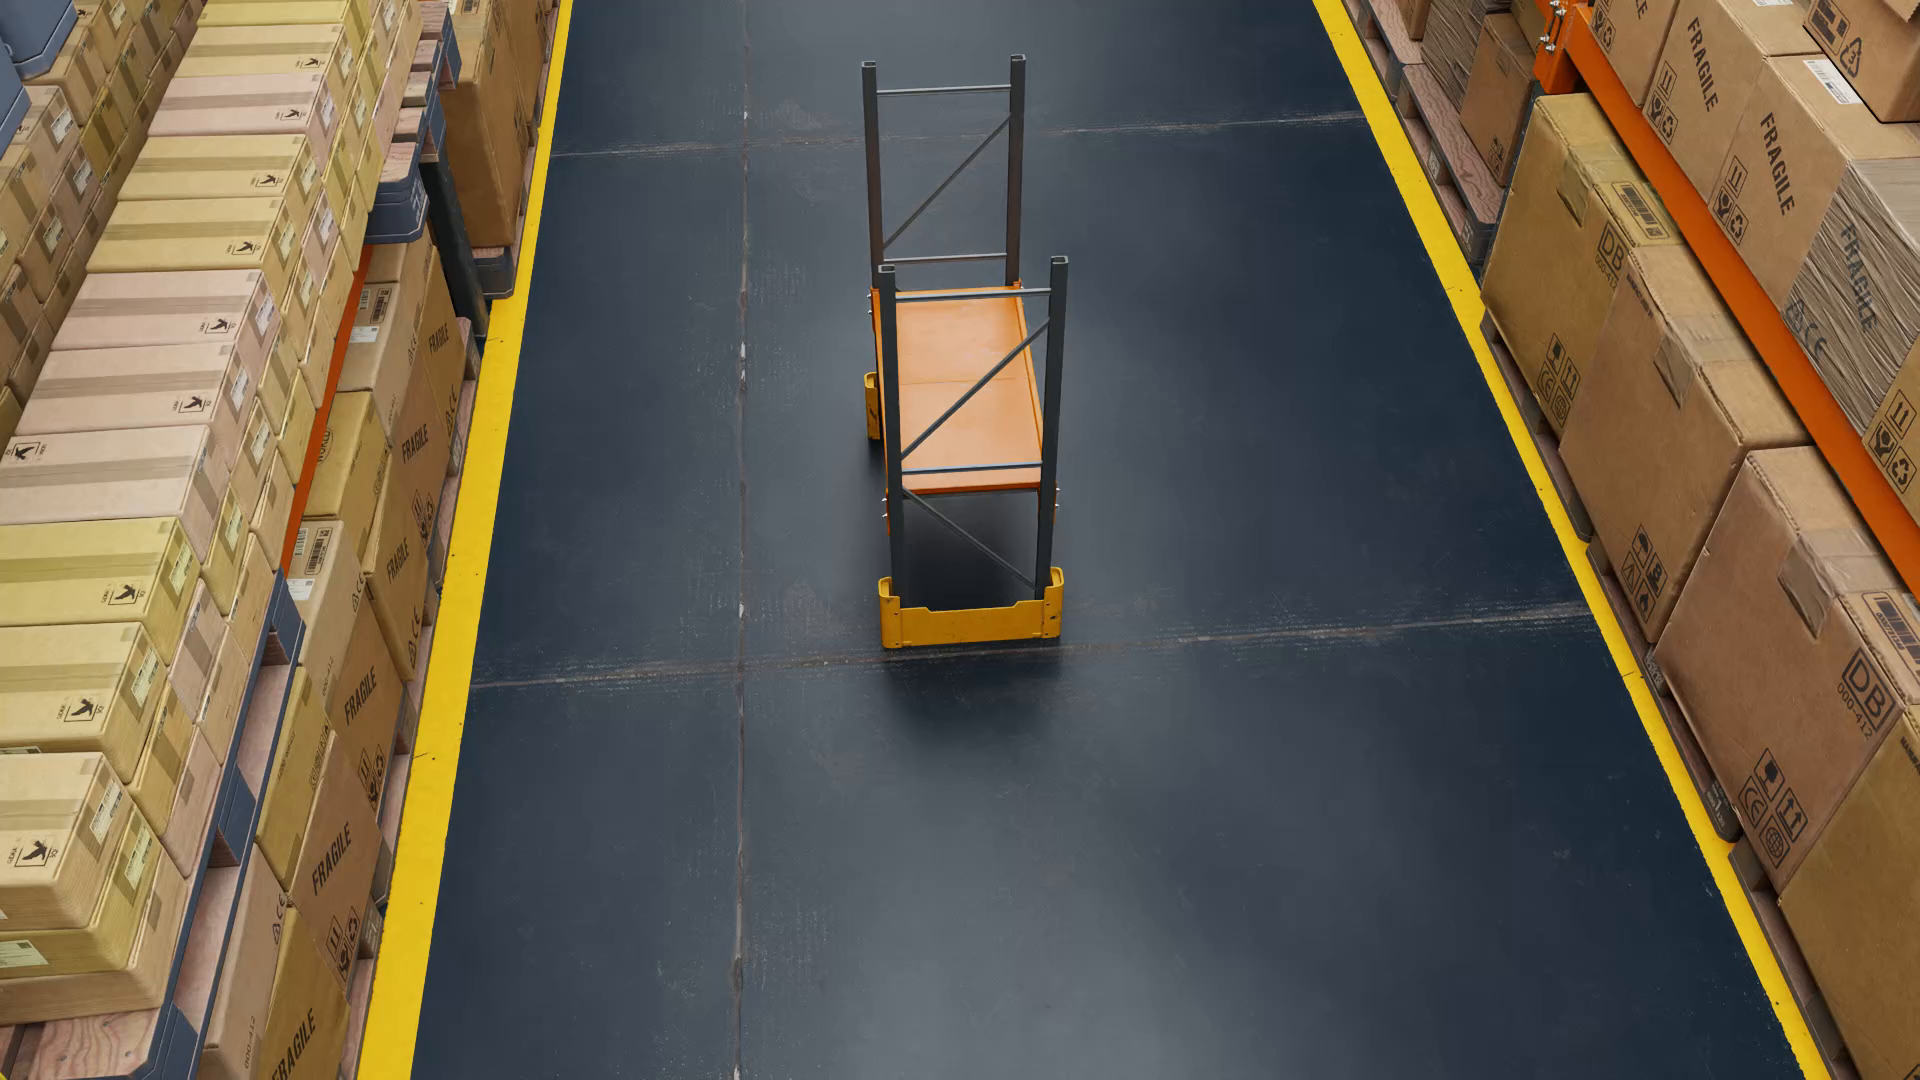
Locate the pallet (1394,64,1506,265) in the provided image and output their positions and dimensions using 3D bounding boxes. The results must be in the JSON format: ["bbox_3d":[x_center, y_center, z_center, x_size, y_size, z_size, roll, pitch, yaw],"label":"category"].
[{"bbox_3d":[2.536,-1.663,7.180,1.003,0.211,1.213,-3,47,-3],"label":"pallet"}]

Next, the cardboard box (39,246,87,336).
[{"bbox_3d":[-2.402,-0.591,4.128,0.380,0.149,0.250,-3,47,-3],"label":"cardboard box"}]

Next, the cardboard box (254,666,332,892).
[{"bbox_3d":[-1.862,0.587,4.044,0.500,0.250,0.500,-2,47,-2],"label":"cardboard box"}]

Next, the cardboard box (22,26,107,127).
[{"bbox_3d":[-2.443,-1.181,4.277,0.380,0.149,0.250,-5,47,-5],"label":"cardboard box"}]

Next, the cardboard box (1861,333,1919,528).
[{"bbox_3d":[2.538,-0.255,3.857,0.500,0.500,0.500,-4,47,-4],"label":"cardboard box"}]

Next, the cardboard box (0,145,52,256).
[{"bbox_3d":[-2.394,-0.794,3.910,0.380,0.149,0.250,-2,47,-2],"label":"cardboard box"}]

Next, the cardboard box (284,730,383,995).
[{"bbox_3d":[-1.860,0.847,4.314,0.500,0.500,0.500,-2,47,-1],"label":"cardboard box"}]

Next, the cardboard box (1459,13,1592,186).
[{"bbox_3d":[2.524,-1.832,6.838,0.700,0.500,0.500,-6,47,-5],"label":"cardboard box"}]

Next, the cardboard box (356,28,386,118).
[{"bbox_3d":[-1.808,-1.276,4.571,0.380,0.149,0.250,-2,47,-2],"label":"cardboard box"}]

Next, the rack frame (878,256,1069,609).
[{"bbox_3d":[0.035,-0.210,4.916,0.500,1.500,0.032,-3,47,-3],"label":"rack frame"}]

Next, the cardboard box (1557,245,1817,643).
[{"bbox_3d":[2.704,-0.325,5.166,1.225,0.875,0.875,-3,47,-3],"label":"cardboard box"}]

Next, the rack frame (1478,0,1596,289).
[{"bbox_3d":[2.600,-2.057,5.632,1.000,3.000,0.127,-3,47,-3],"label":"rack frame"}]

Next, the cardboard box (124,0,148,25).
[{"bbox_3d":[-2.481,-1.551,4.627,0.380,0.149,0.250,-5,47,-4],"label":"cardboard box"}]

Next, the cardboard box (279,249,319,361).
[{"bbox_3d":[-1.724,-0.539,3.874,0.380,0.149,0.250,-4,47,-4],"label":"cardboard box"}]

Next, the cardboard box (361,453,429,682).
[{"bbox_3d":[-1.936,0.104,5.018,0.500,0.500,0.500,-5,47,-5],"label":"cardboard box"}]

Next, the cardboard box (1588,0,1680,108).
[{"bbox_3d":[2.369,-1.723,5.247,0.500,0.500,0.500,-2,47,-2],"label":"cardboard box"}]

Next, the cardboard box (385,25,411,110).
[{"bbox_3d":[-1.833,-1.378,4.873,0.380,0.149,0.250,-4,47,-3],"label":"cardboard box"}]

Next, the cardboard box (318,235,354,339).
[{"bbox_3d":[-1.750,-0.629,4.164,0.380,0.149,0.250,-2,47,-2],"label":"cardboard box"}]

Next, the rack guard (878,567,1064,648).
[{"bbox_3d":[0.035,0.219,5.370,0.587,0.250,0.087,-3,47,-3],"label":"rack guard"}]

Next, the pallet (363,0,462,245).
[{"bbox_3d":[-2.186,-1.253,5.003,1.213,0.211,1.003,-3,47,-3],"label":"pallet"}]

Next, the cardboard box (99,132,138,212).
[{"bbox_3d":[-2.446,-0.966,4.483,0.380,0.149,0.250,-2,47,-1],"label":"cardboard box"}]

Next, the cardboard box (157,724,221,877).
[{"bbox_3d":[-1.620,0.494,3.100,0.380,0.149,0.250,-3,47,-3],"label":"cardboard box"}]

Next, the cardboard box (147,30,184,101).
[{"bbox_3d":[-2.493,-1.356,4.852,0.380,0.149,0.250,-1,47,-1],"label":"cardboard box"}]

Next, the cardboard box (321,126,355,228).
[{"bbox_3d":[-1.769,-0.915,4.229,0.380,0.149,0.250,-4,47,-4],"label":"cardboard box"}]

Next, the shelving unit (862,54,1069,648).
[{"bbox_3d":[-0.006,-0.571,5.258,0.587,1.500,1.083,-3,47,-3],"label":"shelving unit"}]

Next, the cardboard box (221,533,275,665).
[{"bbox_3d":[-1.657,0.131,3.443,0.380,0.149,0.250,-3,47,-3],"label":"cardboard box"}]

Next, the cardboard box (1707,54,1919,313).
[{"bbox_3d":[2.461,-0.980,4.543,0.500,0.500,0.500,-4,47,-4],"label":"cardboard box"}]

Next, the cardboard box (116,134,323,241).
[{"bbox_3d":[-1.747,-0.829,3.943,0.380,0.149,0.250,-1,47,-1],"label":"cardboard box"}]

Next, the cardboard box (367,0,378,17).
[{"bbox_3d":[-1.835,-1.583,4.657,0.380,0.149,0.250,-4,47,-4],"label":"cardboard box"}]

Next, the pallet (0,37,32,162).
[{"bbox_3d":[-1.962,-0.354,2.083,1.213,0.211,1.003,-3,47,-3],"label":"pallet"}]

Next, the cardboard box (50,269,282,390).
[{"bbox_3d":[-1.700,-0.445,3.580,0.380,0.149,0.250,-2,47,-2],"label":"cardboard box"}]

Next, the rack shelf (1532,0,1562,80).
[{"bbox_3d":[2.432,-3.257,7.264,1.077,0.370,4.000,-3,47,-3],"label":"rack shelf"}]

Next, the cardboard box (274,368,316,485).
[{"bbox_3d":[-1.706,-0.250,3.805,0.380,0.149,0.250,-4,47,-4],"label":"cardboard box"}]

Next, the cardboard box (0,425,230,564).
[{"bbox_3d":[-1.658,-0.078,3.232,0.380,0.149,0.250,-4,47,-4],"label":"cardboard box"}]

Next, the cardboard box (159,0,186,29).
[{"bbox_3d":[-2.511,-1.627,4.904,0.380,0.149,0.250,-2,47,-2],"label":"cardboard box"}]

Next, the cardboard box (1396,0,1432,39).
[{"bbox_3d":[2.410,-2.642,7.605,0.700,0.500,0.500,0,47,0],"label":"cardboard box"}]

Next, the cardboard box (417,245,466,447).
[{"bbox_3d":[-2.036,-0.653,5.735,0.500,0.500,0.500,-4,47,-3],"label":"cardboard box"}]

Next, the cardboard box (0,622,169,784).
[{"bbox_3d":[-1.621,0.289,2.885,0.380,0.149,0.250,-2,47,-2],"label":"cardboard box"}]

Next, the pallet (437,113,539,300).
[{"bbox_3d":[-2.342,-1.445,6.973,1.003,0.211,1.213,-3,47,-3],"label":"pallet"}]

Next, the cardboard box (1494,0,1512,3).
[{"bbox_3d":[2.459,-2.473,6.928,0.500,0.250,0.500,1,47,1],"label":"cardboard box"}]

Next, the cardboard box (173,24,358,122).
[{"bbox_3d":[-1.787,-1.200,4.295,0.380,0.149,0.250,-2,47,-2],"label":"cardboard box"}]

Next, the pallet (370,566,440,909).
[{"bbox_3d":[-2.188,0.576,5.059,1.003,0.211,1.213,-3,47,-3],"label":"pallet"}]

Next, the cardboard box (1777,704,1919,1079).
[{"bbox_3d":[2.861,0.962,3.948,1.225,0.875,0.875,-3,47,-3],"label":"cardboard box"}]

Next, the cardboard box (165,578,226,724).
[{"bbox_3d":[-1.637,0.218,3.156,0.380,0.149,0.250,-2,47,-2],"label":"cardboard box"}]

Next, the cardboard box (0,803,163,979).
[{"bbox_3d":[-1.591,0.592,2.802,0.380,0.149,0.250,-3,47,-3],"label":"cardboard box"}]

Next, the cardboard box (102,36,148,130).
[{"bbox_3d":[-2.461,-1.238,4.535,0.380,0.149,0.250,-5,47,-5],"label":"cardboard box"}]

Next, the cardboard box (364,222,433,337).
[{"bbox_3d":[-2.033,-0.892,5.445,0.500,0.250,0.500,-4,47,-4],"label":"cardboard box"}]

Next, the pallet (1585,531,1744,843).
[{"bbox_3d":[2.690,0.358,5.266,1.003,0.211,1.213,-3,47,-3],"label":"pallet"}]

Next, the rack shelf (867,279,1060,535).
[{"bbox_3d":[-0.007,-0.454,5.395,0.538,0.185,1.000,-3,47,-3],"label":"rack shelf"}]

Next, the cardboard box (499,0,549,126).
[{"bbox_3d":[-2.389,-2.278,7.101,1.050,0.750,0.750,-3,47,-3],"label":"cardboard box"}]

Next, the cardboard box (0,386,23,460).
[{"bbox_3d":[-2.359,-0.210,3.767,0.380,0.149,0.250,-2,47,-2],"label":"cardboard box"}]

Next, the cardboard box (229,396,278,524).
[{"bbox_3d":[-1.684,-0.165,3.519,0.380,0.149,0.250,-2,47,-2],"label":"cardboard box"}]

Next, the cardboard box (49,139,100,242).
[{"bbox_3d":[-2.419,-0.875,4.192,0.380,0.149,0.250,-3,47,-3],"label":"cardboard box"}]

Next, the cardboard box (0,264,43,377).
[{"bbox_3d":[-2.375,-0.500,3.837,0.380,0.149,0.250,-2,47,-2],"label":"cardboard box"}]

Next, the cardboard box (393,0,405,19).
[{"bbox_3d":[-1.856,-1.659,4.934,0.380,0.149,0.250,-3,47,-2],"label":"cardboard box"}]

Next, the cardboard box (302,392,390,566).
[{"bbox_3d":[-1.953,-0.159,4.750,0.500,0.250,0.500,-2,47,-2],"label":"cardboard box"}]

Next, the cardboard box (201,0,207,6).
[{"bbox_3d":[-2.657,-2.172,5.673,0.500,0.500,0.500,-3,47,-3],"label":"cardboard box"}]

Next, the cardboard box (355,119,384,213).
[{"bbox_3d":[-1.794,-1.011,4.525,0.380,0.149,0.250,-4,47,-4],"label":"cardboard box"}]

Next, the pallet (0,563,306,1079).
[{"bbox_3d":[-1.936,0.570,3.277,1.003,0.211,1.213,-3,47,-3],"label":"pallet"}]

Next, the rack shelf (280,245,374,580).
[{"bbox_3d":[-2.184,-0.134,4.307,1.077,0.370,4.000,-3,47,-3],"label":"rack shelf"}]
